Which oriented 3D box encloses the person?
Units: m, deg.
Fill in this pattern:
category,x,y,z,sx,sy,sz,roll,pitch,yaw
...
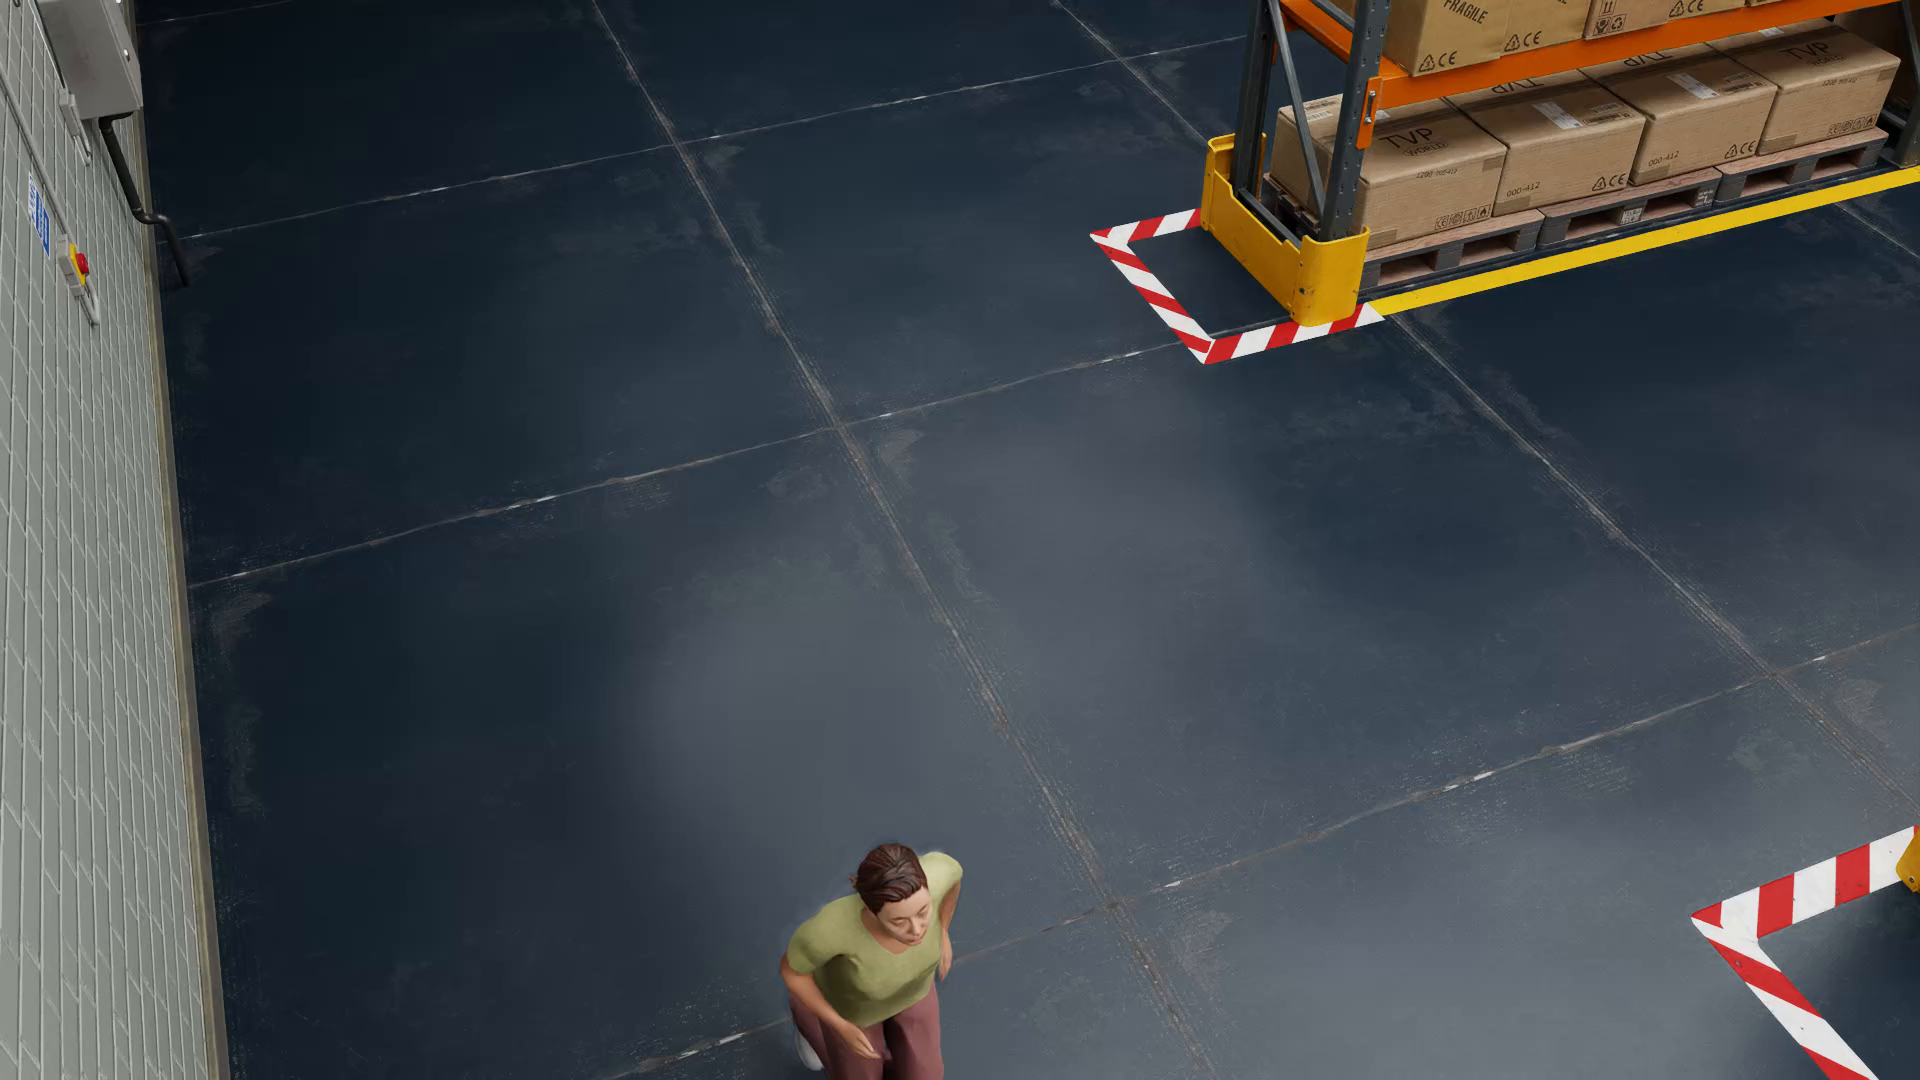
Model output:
category,x,y,z,sx,sy,sz,roll,pitch,yaw
person,-0.272,1.242,4.854,0.585,1.581,0.752,-20,45,-21
